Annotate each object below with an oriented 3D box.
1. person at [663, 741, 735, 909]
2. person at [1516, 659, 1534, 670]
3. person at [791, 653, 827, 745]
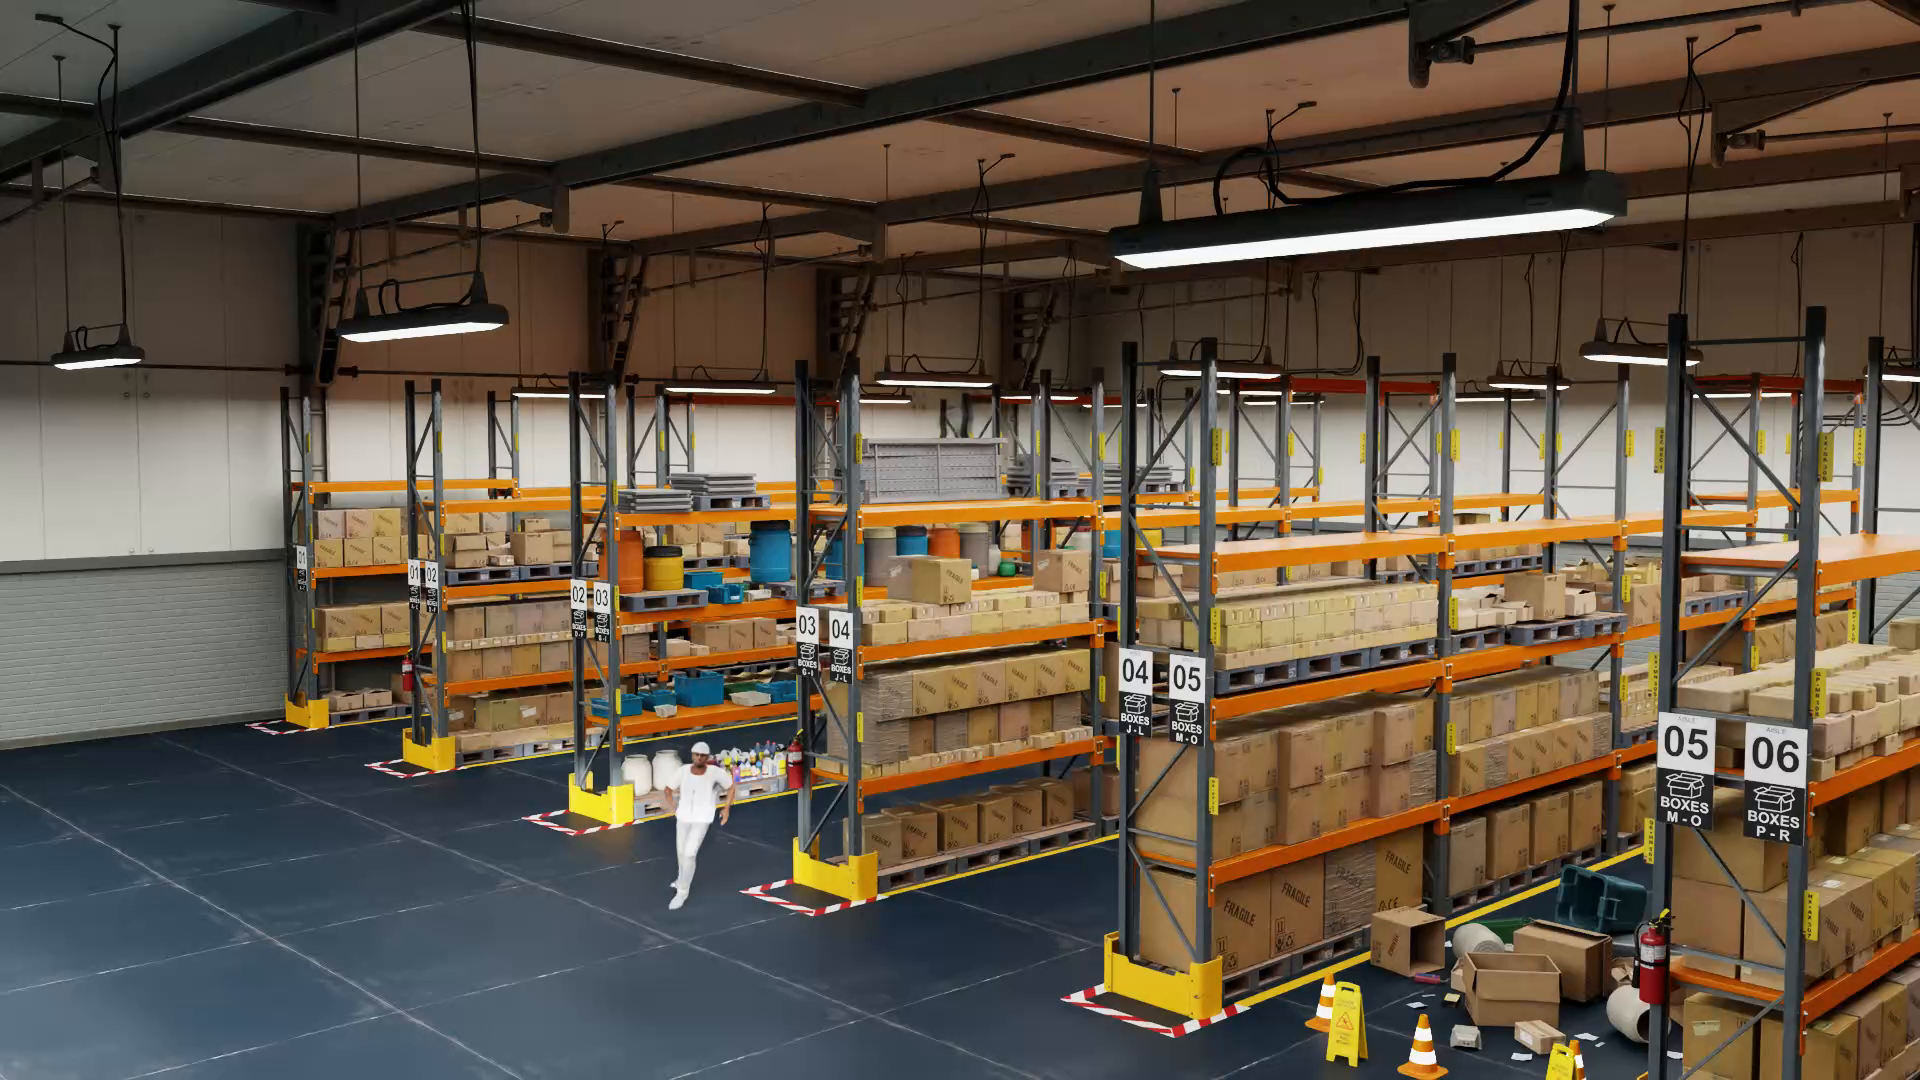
[{"bbox_3d":[-2.933,3.116,18.411,0.757,1.784,0.831,1,4,12],"label":"person"},{"bbox_3d":[8.931,2.652,26.295,0.549,1.762,0.767,3,5,41],"label":"person"},{"bbox_3d":[-2.425,2.477,27.575,0.659,1.774,1.002,3,5,37],"label":"person"}]
